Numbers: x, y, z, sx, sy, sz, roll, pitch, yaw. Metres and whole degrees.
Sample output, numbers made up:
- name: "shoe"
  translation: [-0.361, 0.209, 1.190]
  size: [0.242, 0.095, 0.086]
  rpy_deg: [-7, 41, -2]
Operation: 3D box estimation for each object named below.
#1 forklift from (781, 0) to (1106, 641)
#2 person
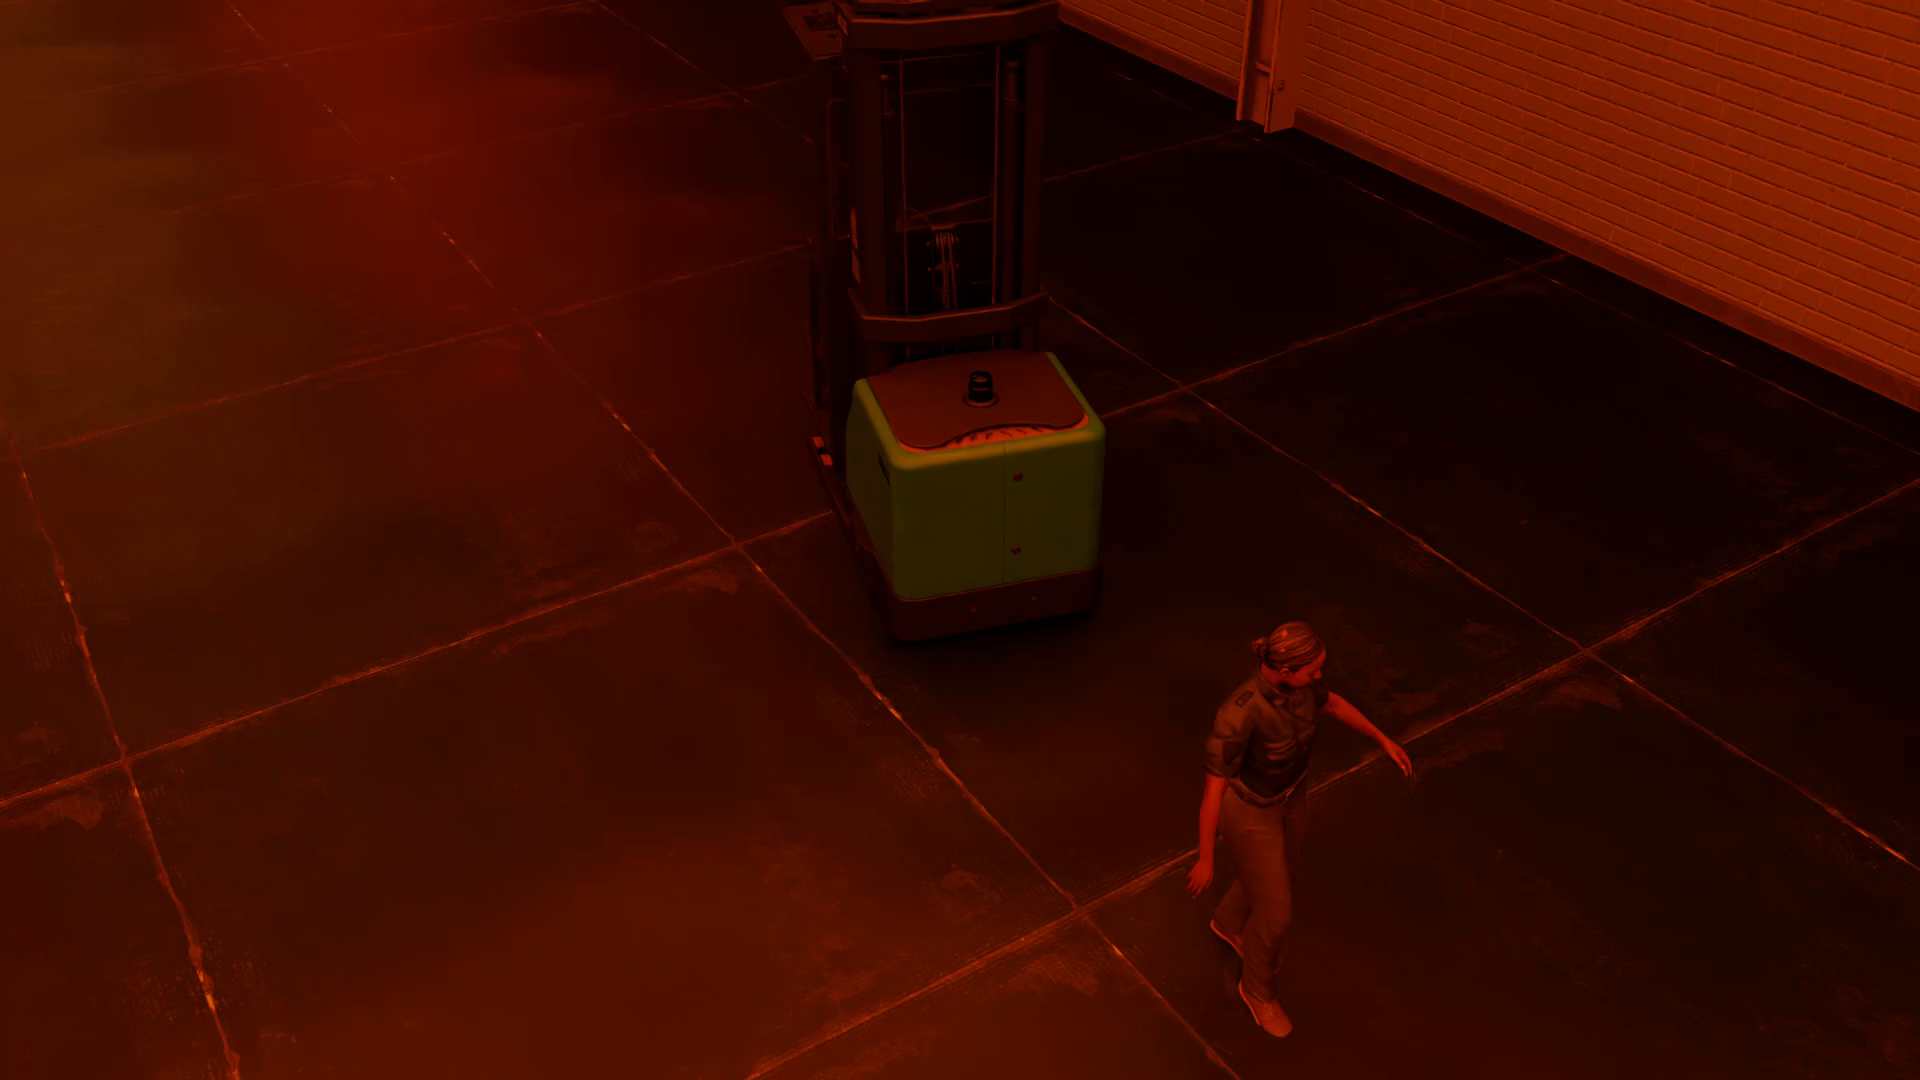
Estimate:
- name: "forklift"
  translation: [-0.223, -1.564, 8.374]
  size: [1.130, 2.935, 3.031]
  rpy_deg: [-10, 36, -13]
- name: "person"
  translation: [1.138, 1.012, 5.890]
  size: [0.899, 1.687, 0.546]
  rpy_deg: [-30, 45, -35]
